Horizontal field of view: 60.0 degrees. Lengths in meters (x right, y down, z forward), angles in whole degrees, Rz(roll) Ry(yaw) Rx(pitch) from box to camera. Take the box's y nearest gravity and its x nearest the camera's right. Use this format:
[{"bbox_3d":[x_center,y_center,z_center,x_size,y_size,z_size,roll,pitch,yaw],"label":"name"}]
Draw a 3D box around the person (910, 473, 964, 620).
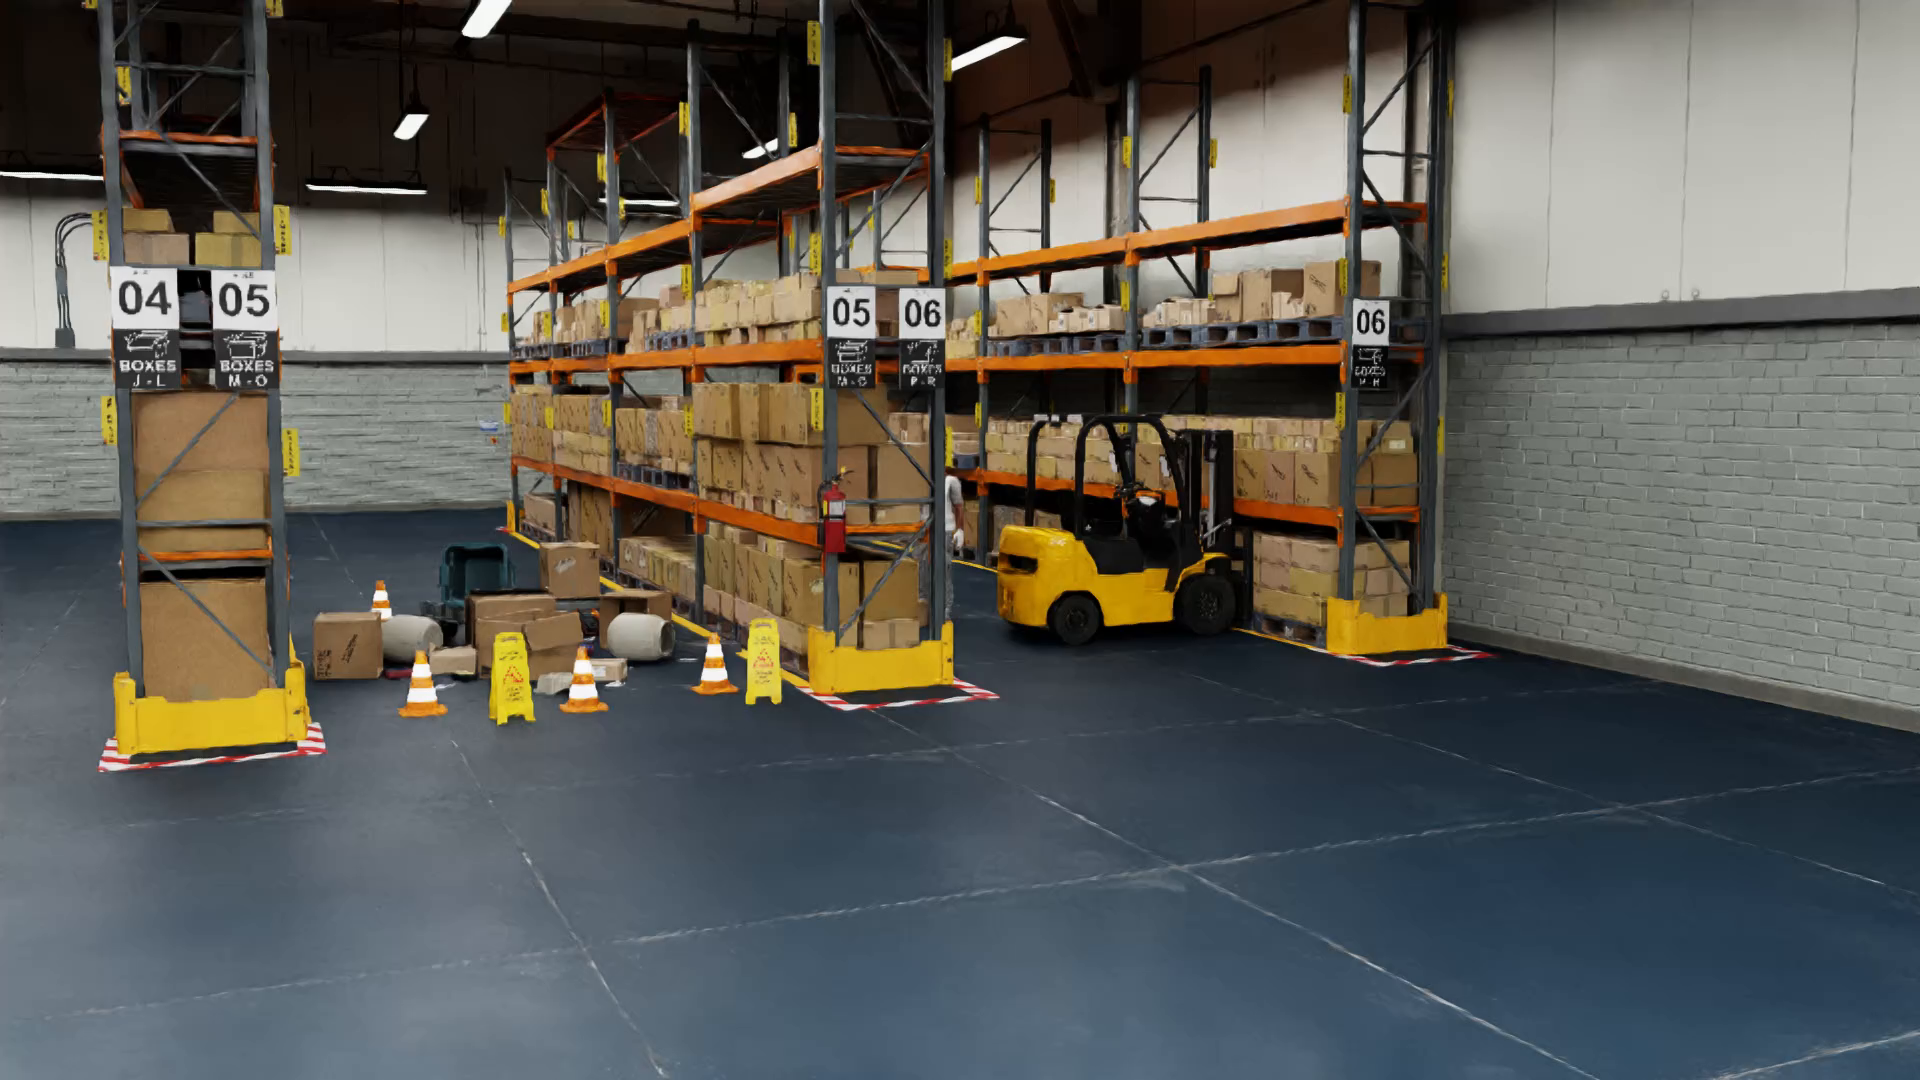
[{"bbox_3d":[-0.256,-0.048,17.221,0.631,1.834,0.453,2,6,18],"label":"person"}]
